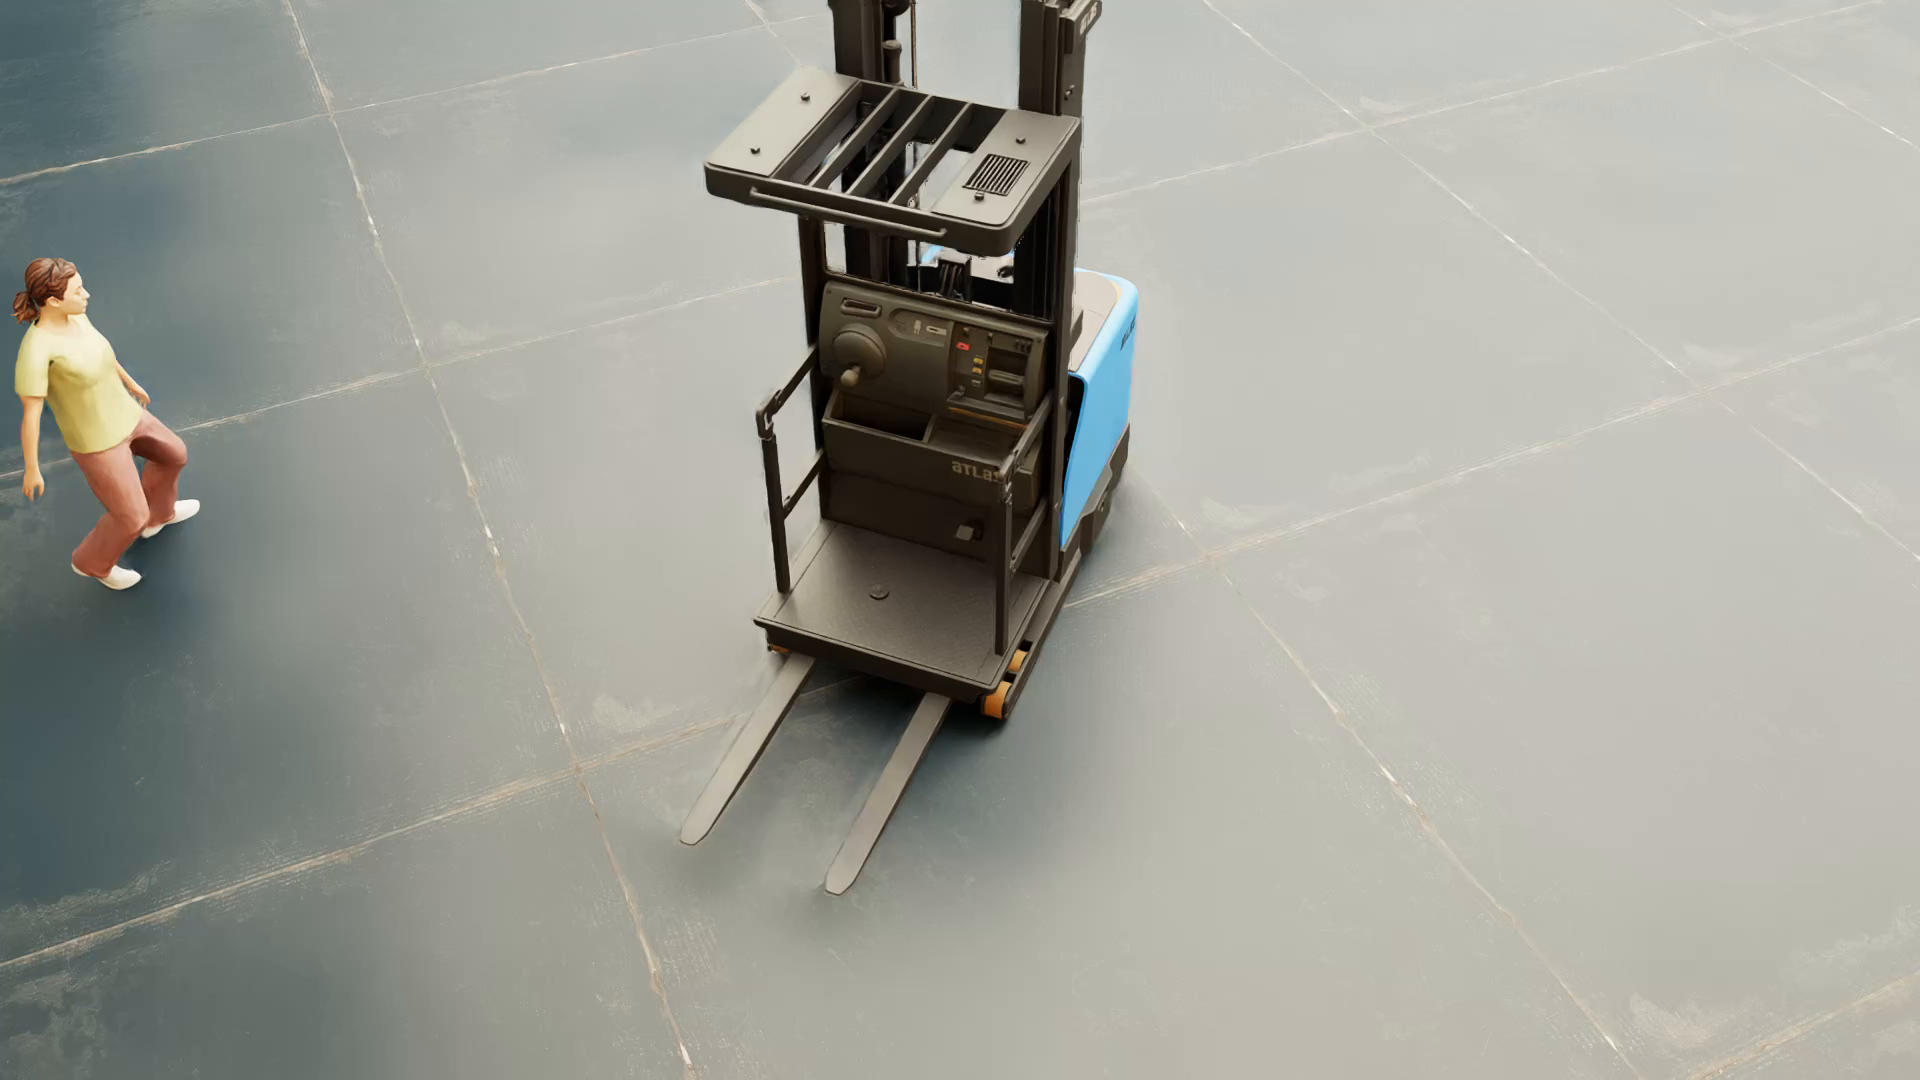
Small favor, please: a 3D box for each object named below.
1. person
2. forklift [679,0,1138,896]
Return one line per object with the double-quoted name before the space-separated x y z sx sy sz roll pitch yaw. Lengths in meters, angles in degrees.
"person" -3.788 -0.478 7.177 0.477 1.598 0.813 4 43 4
"forklift" -0.194 -0.647 6.373 1.130 2.935 3.031 15 45 16
